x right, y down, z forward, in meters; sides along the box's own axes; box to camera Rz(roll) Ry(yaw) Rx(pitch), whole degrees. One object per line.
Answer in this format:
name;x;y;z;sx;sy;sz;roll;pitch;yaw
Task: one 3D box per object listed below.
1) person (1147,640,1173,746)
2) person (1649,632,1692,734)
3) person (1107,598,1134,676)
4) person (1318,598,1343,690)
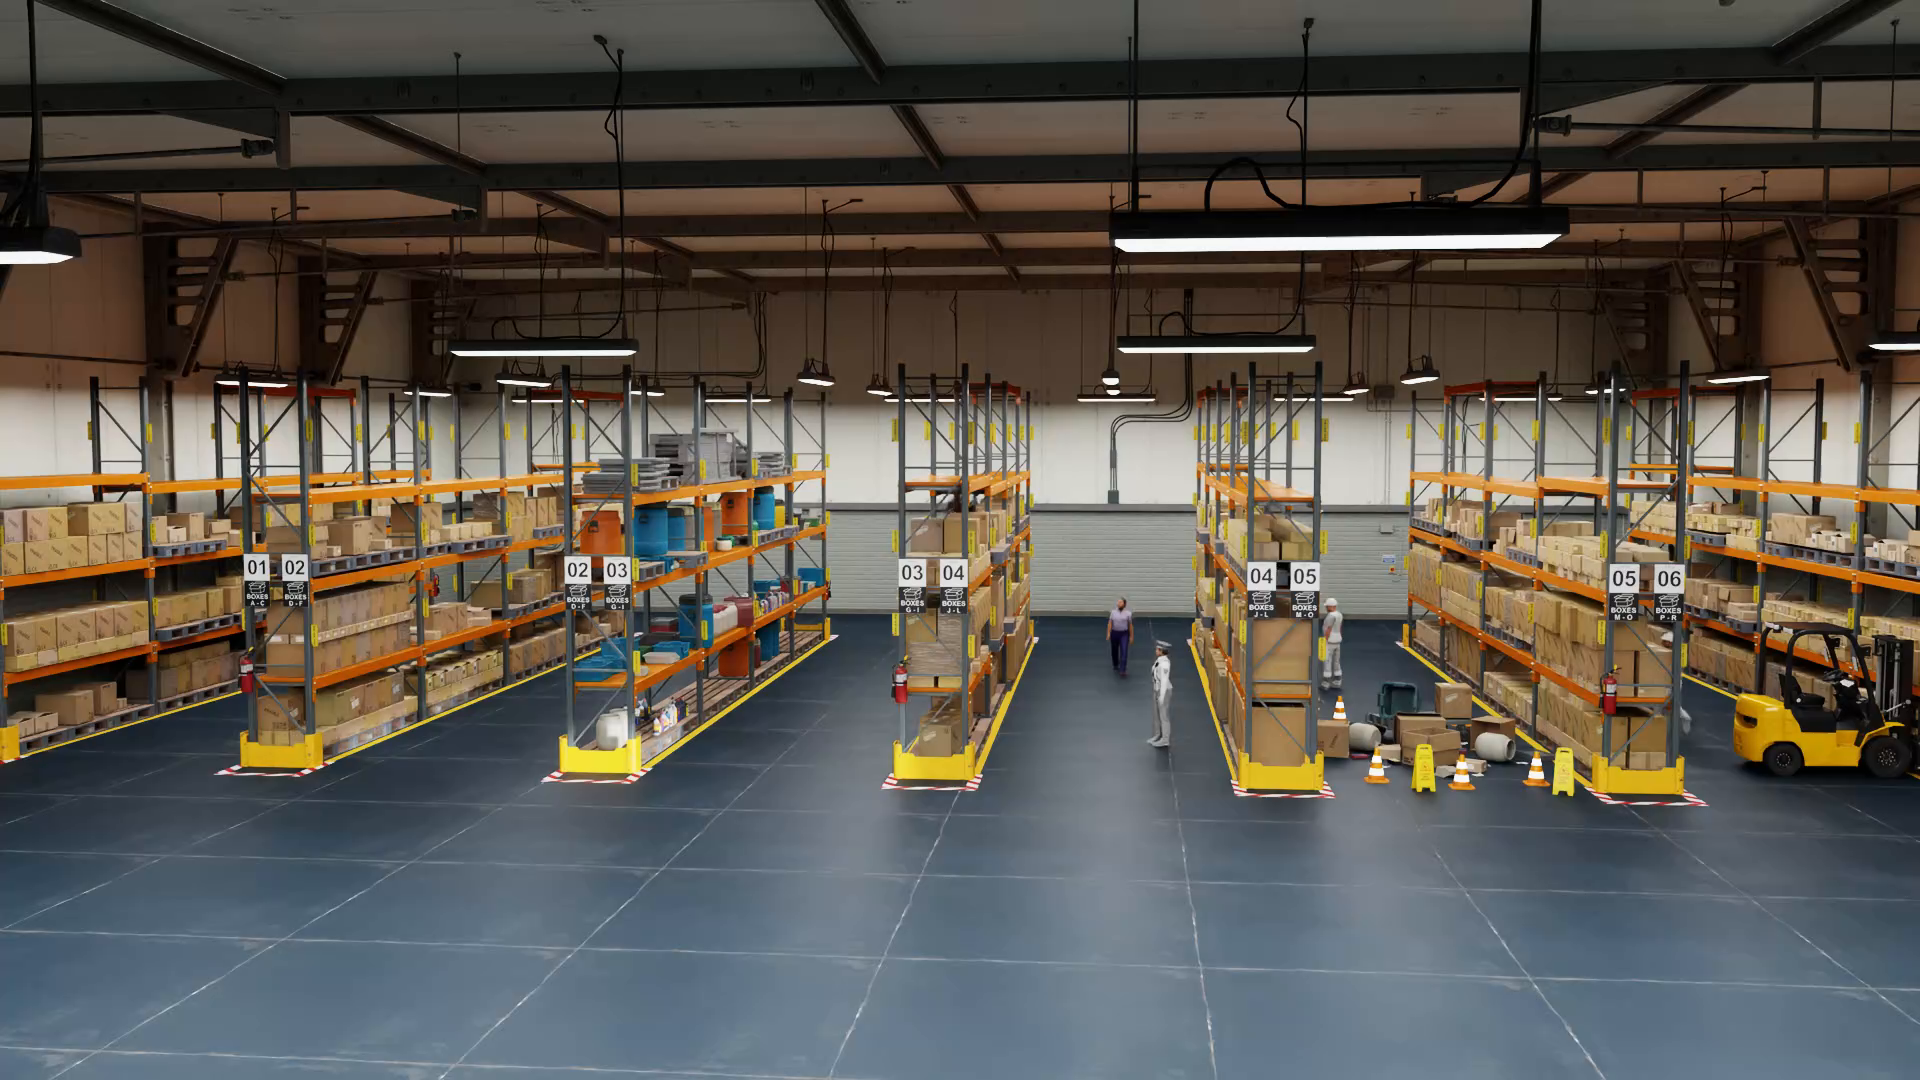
person;3.212;2.442;26.651;0.381;1.687;0.532;0;4;-5
person;11.630;2.386;27.359;0.573;1.739;0.741;-2;4;-27
person;3.325;1.994;34.461;0.544;1.599;0.928;1;4;10
person;7.212;2.031;32.480;0.410;1.791;0.625;3;5;43
